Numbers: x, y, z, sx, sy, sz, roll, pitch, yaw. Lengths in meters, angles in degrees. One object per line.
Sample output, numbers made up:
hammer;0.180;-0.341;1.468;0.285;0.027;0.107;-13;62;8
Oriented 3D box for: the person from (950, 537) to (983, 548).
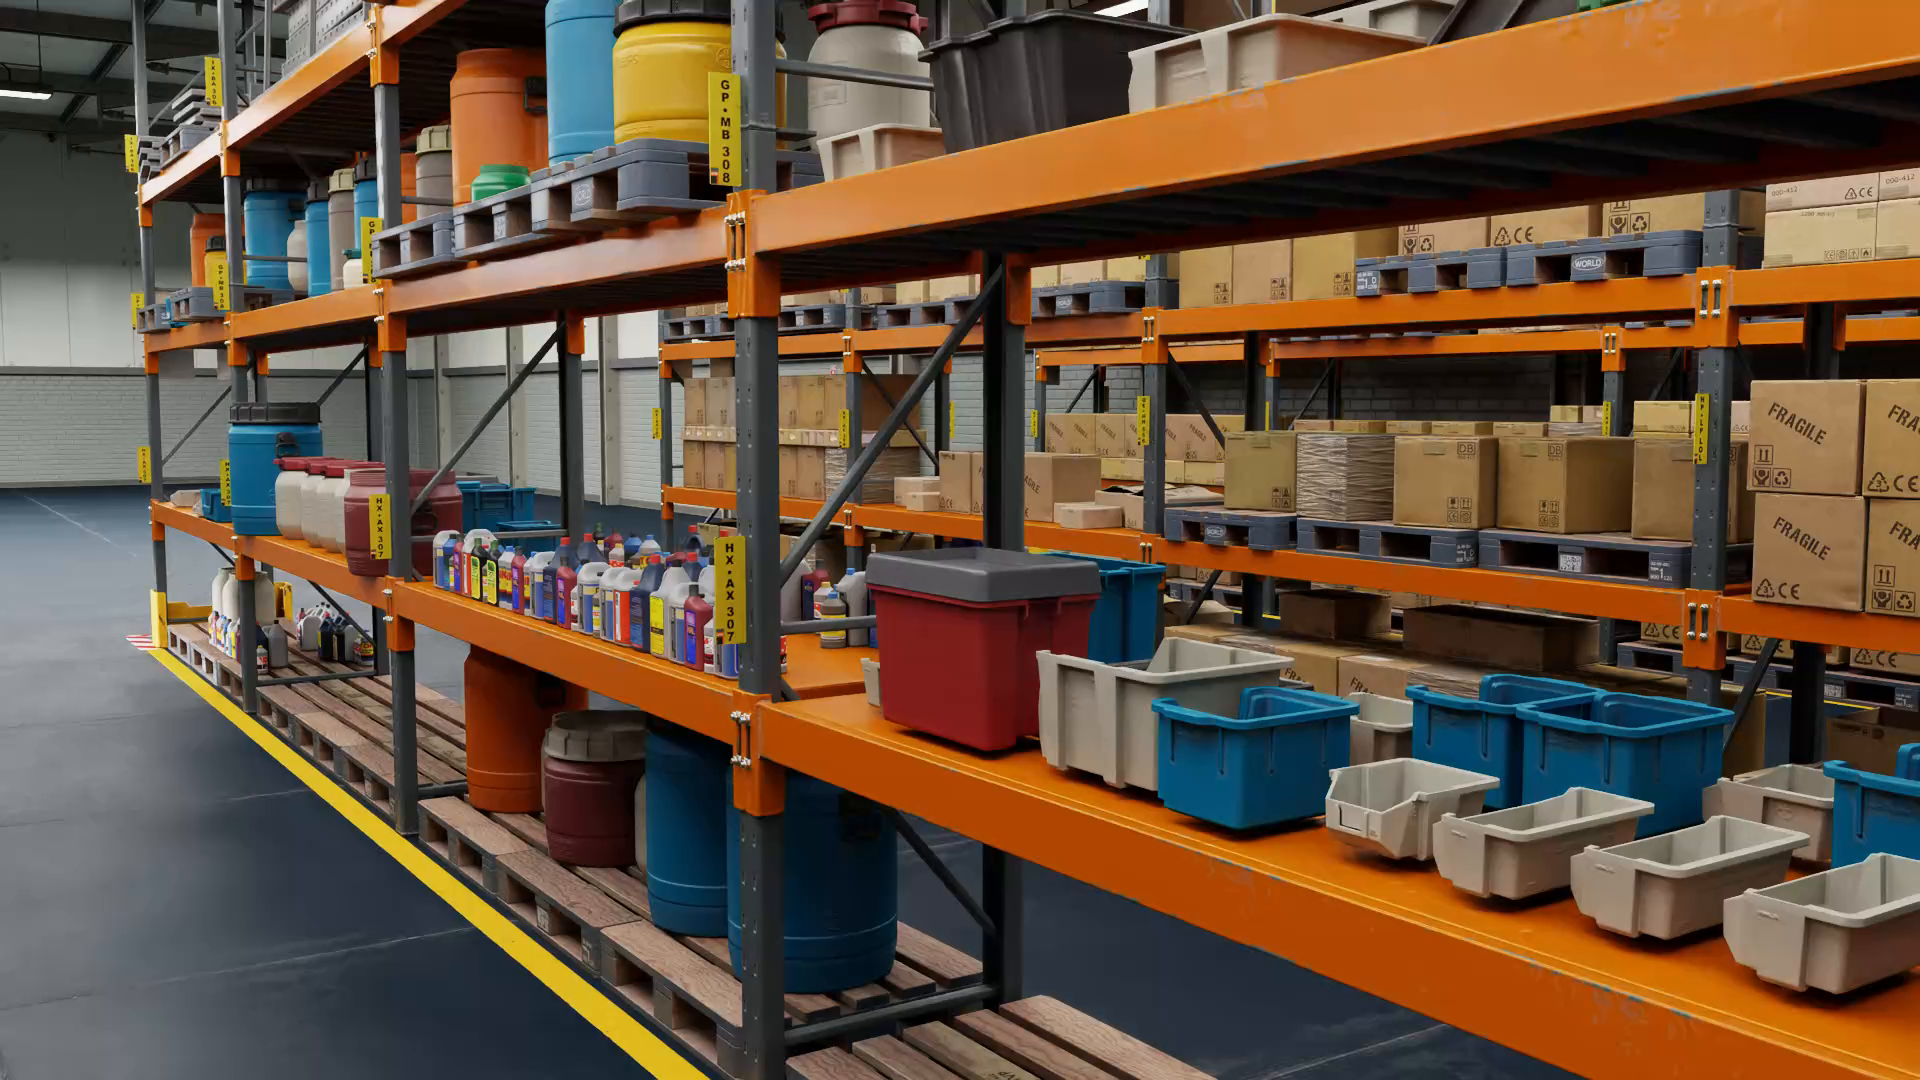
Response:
person;0.042;0.001;16.734;0.472;1.643;0.341;-3;6;-32
